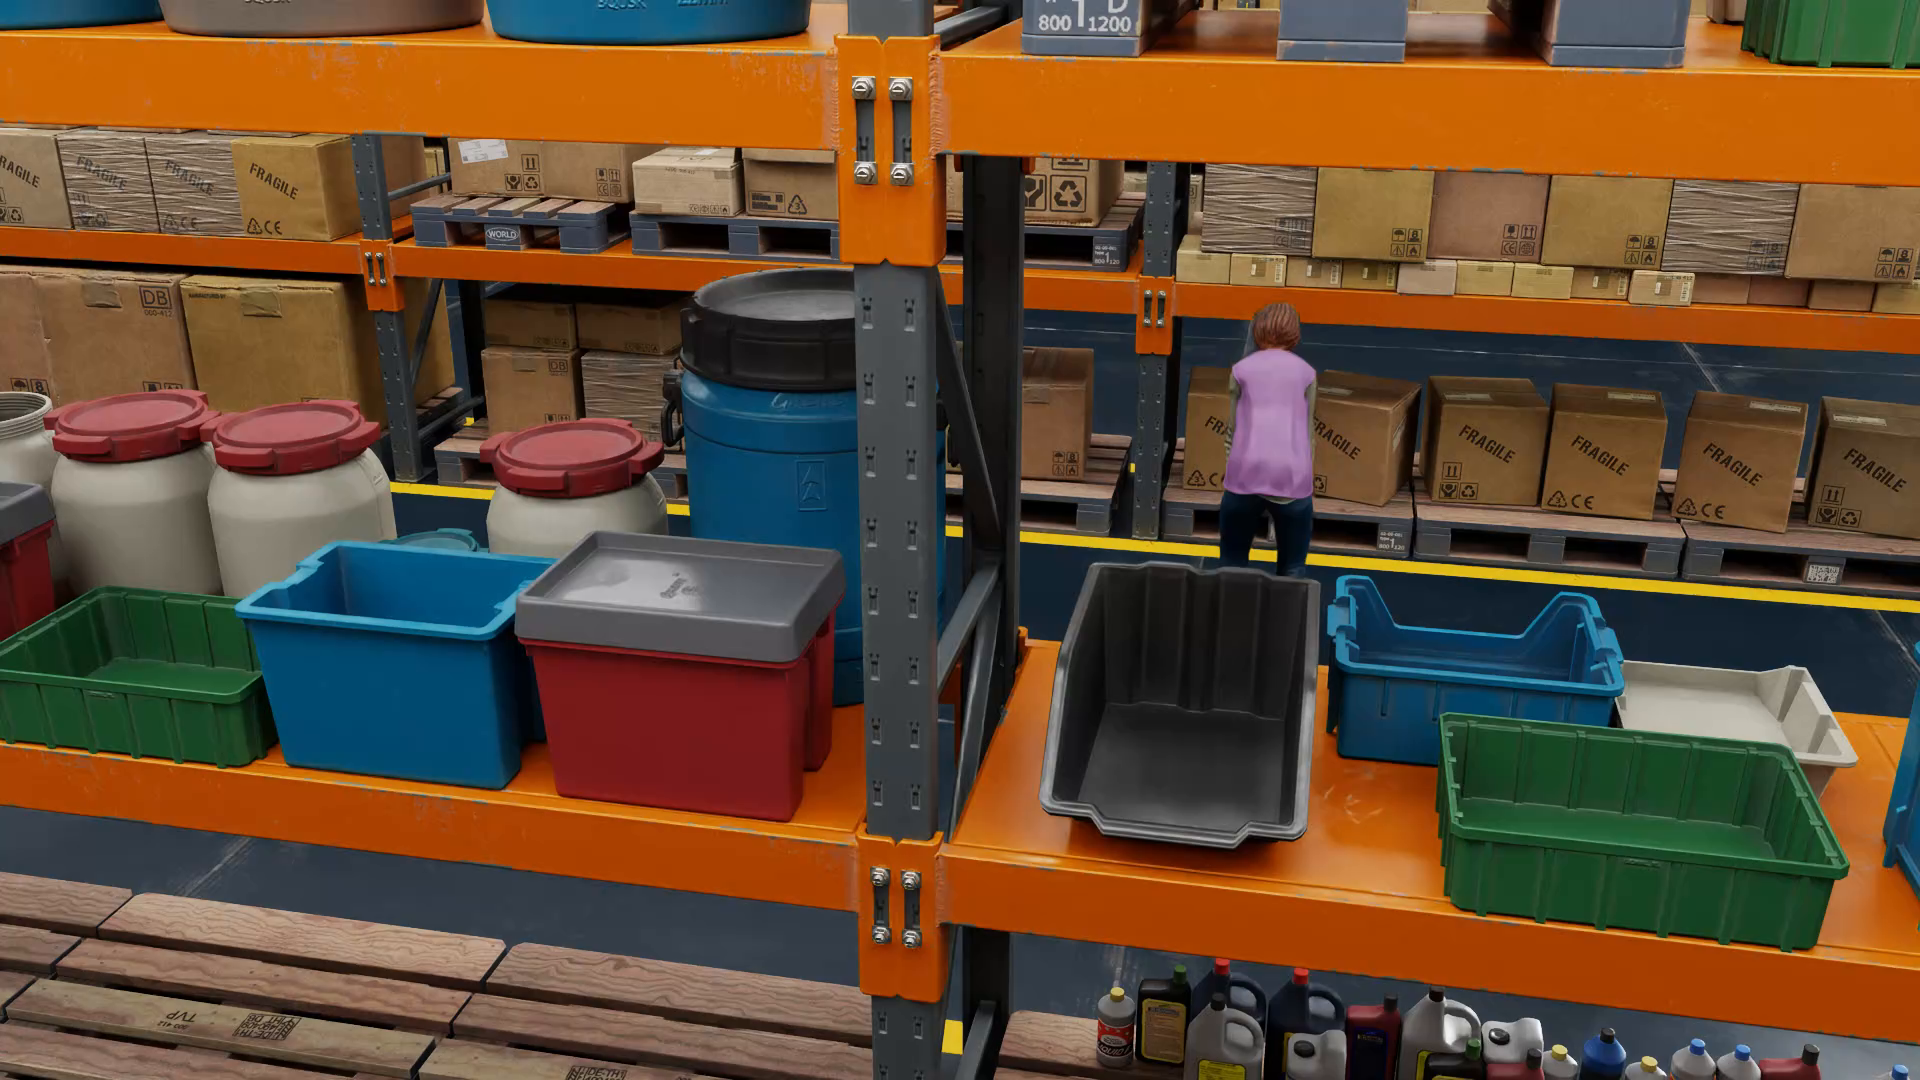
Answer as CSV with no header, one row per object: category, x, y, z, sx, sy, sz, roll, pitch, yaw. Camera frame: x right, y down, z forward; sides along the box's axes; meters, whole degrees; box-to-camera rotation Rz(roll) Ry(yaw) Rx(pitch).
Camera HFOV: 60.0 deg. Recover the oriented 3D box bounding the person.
person,1.235,-0.238,6.700,0.375,1.599,0.504,4,22,10
